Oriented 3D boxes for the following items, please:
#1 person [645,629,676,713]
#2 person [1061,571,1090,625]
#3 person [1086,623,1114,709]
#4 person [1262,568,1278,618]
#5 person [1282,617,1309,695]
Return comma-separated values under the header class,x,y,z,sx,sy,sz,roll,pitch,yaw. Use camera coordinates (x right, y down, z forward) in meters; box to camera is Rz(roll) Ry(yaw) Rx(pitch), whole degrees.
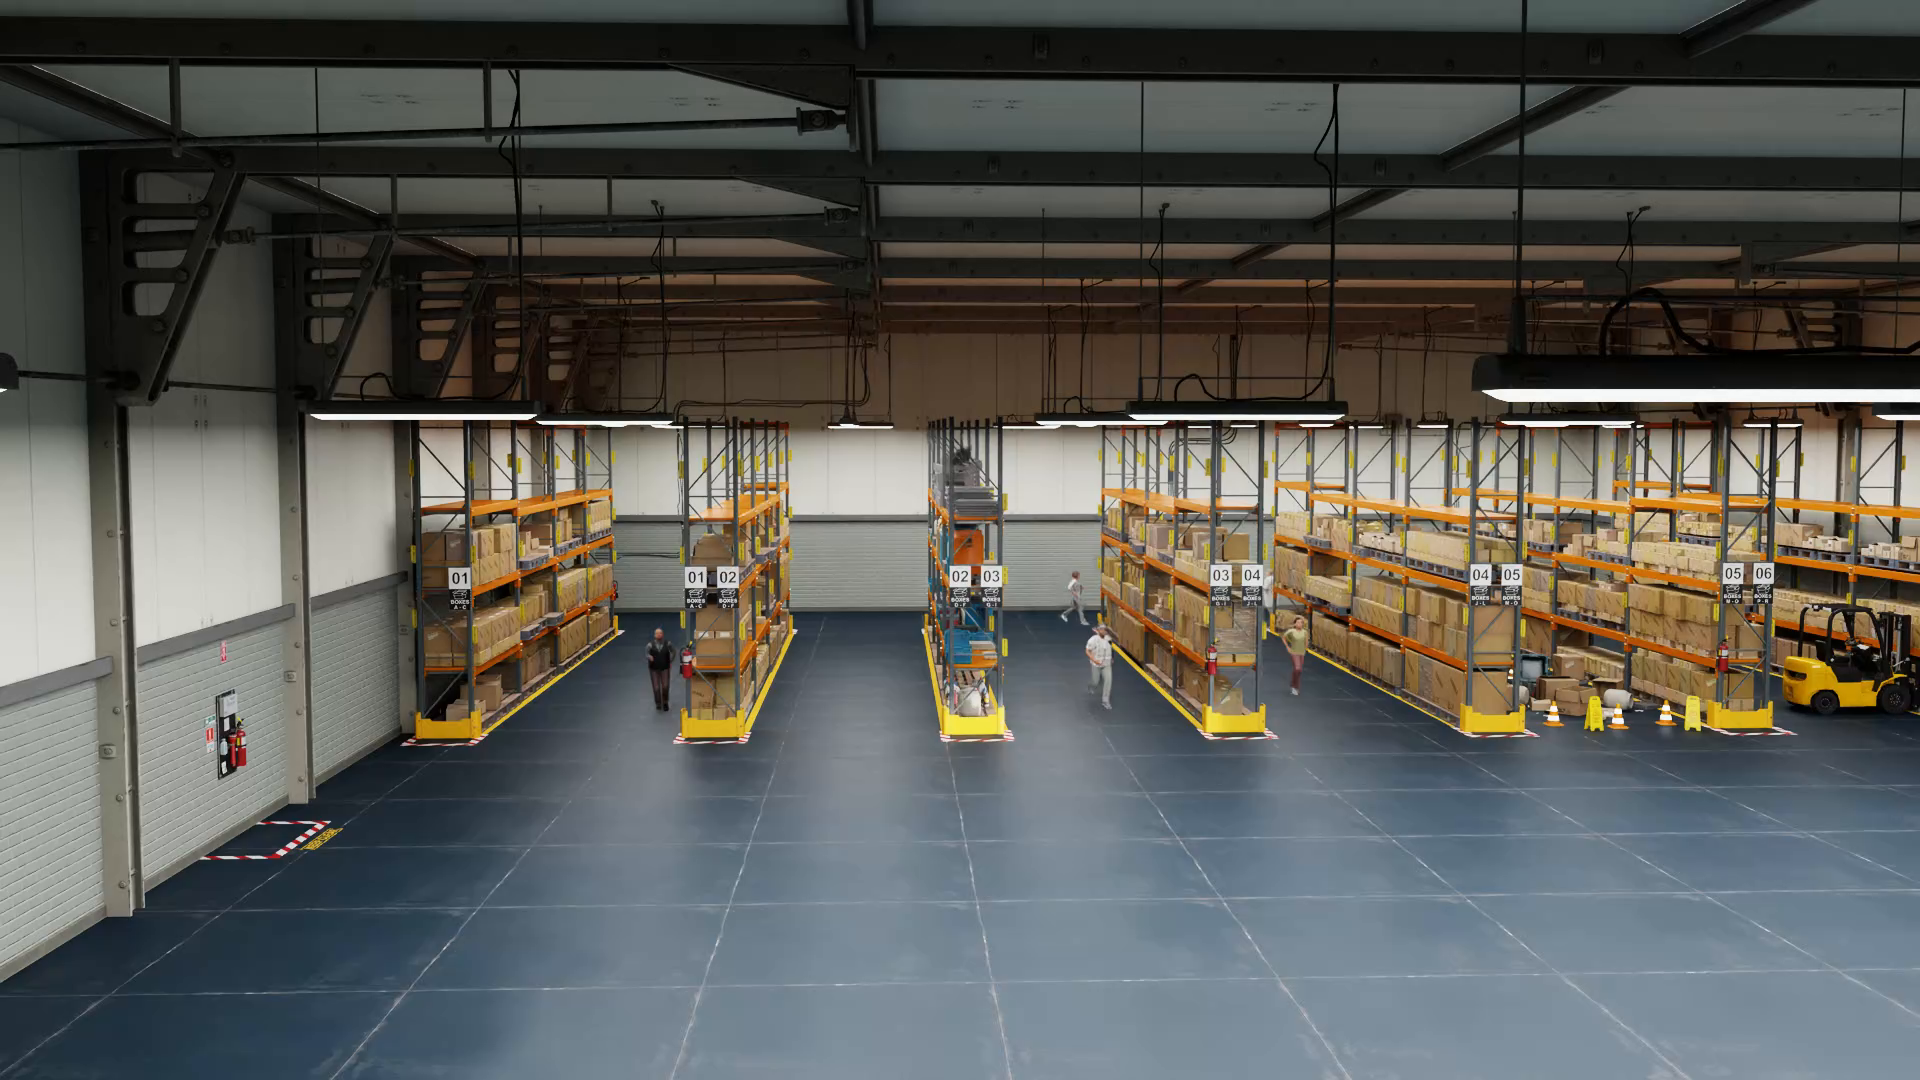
class,x,y,z,sx,sy,sz,roll,pitch,yaw
person,-6.103,2.665,33.846,0.627,1.710,0.697,0,4,-7
person,3.417,1.704,49.095,0.893,1.585,0.537,1,4,11
person,2.931,2.604,34.782,0.642,1.783,1.028,-1,4,-13
person,9.041,1.679,49.127,1.110,1.685,0.716,1,4,12
person,7.361,2.479,36.281,0.555,1.603,0.700,-1,4,-15
